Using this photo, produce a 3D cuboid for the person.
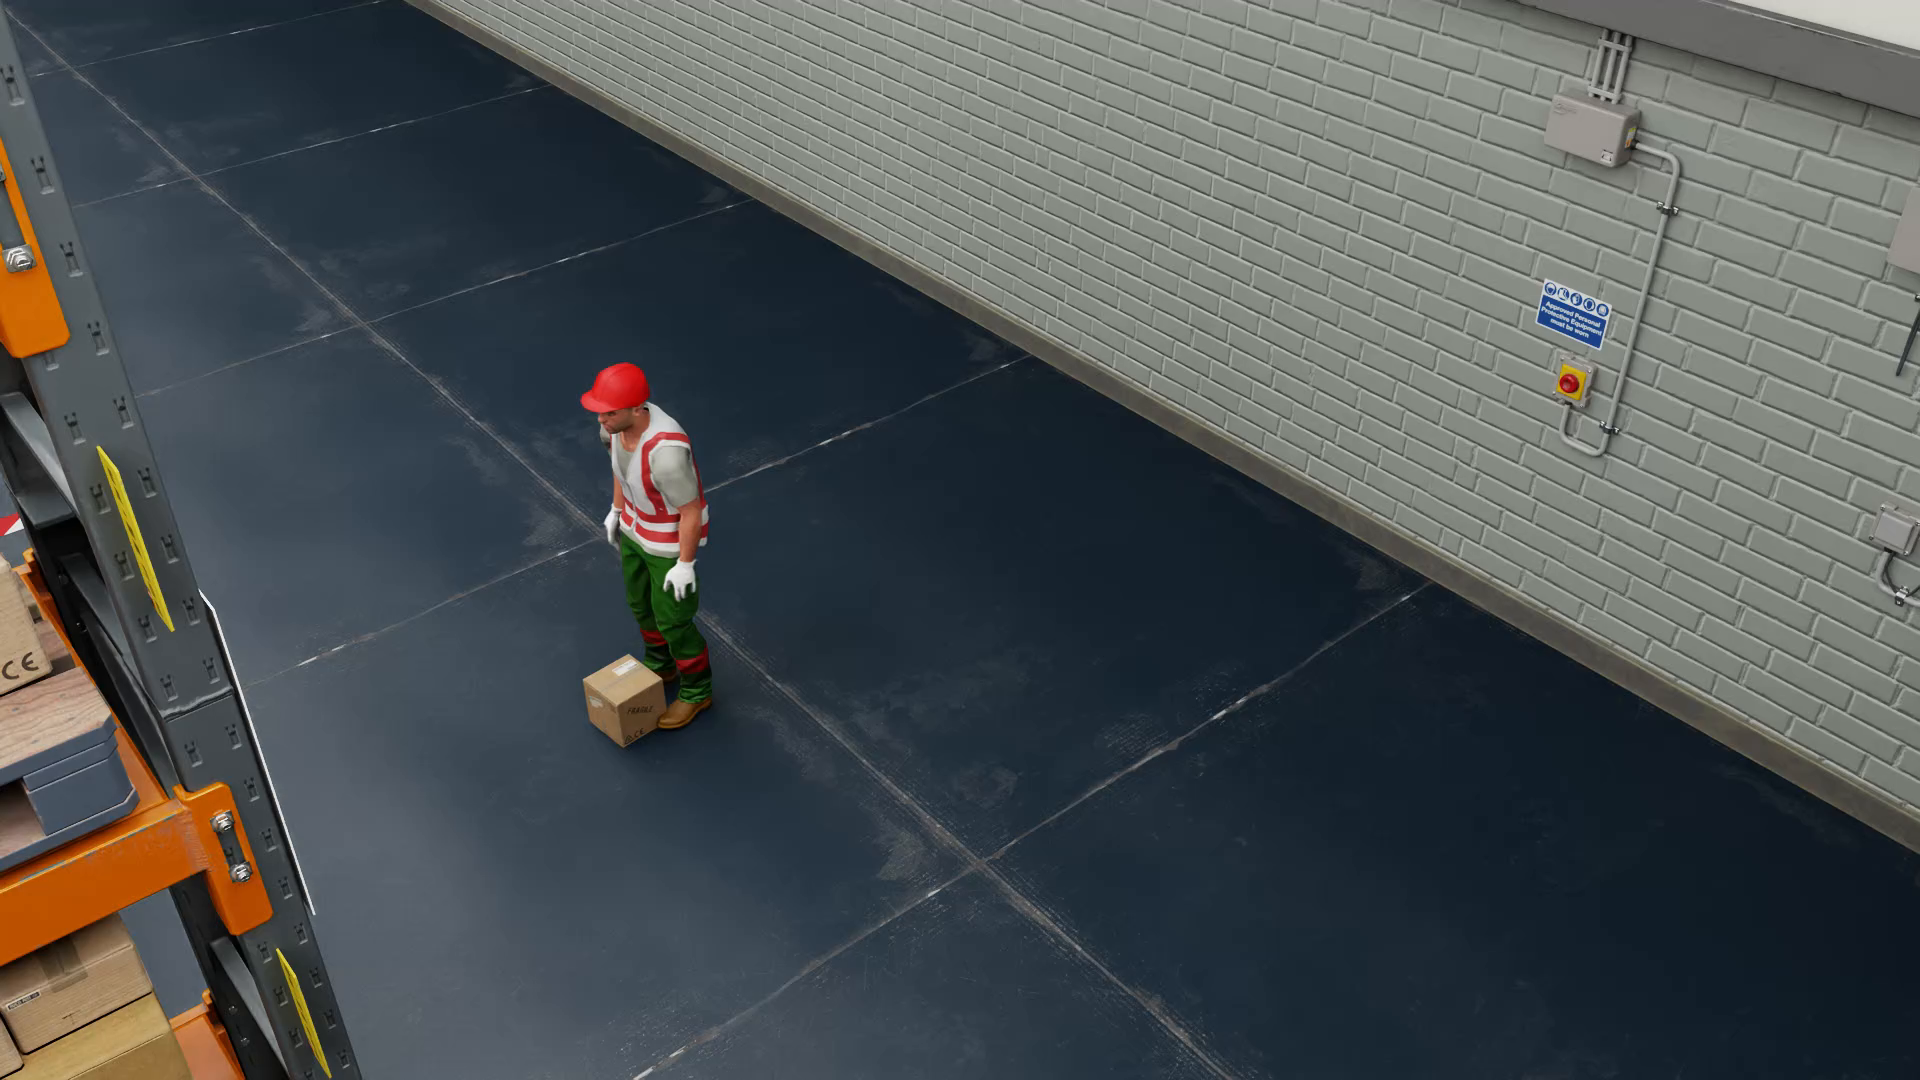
[{"bbox_3d":[-1.306,0.011,7.051,0.455,1.779,0.611,-27,43,-32],"label":"person"}]
